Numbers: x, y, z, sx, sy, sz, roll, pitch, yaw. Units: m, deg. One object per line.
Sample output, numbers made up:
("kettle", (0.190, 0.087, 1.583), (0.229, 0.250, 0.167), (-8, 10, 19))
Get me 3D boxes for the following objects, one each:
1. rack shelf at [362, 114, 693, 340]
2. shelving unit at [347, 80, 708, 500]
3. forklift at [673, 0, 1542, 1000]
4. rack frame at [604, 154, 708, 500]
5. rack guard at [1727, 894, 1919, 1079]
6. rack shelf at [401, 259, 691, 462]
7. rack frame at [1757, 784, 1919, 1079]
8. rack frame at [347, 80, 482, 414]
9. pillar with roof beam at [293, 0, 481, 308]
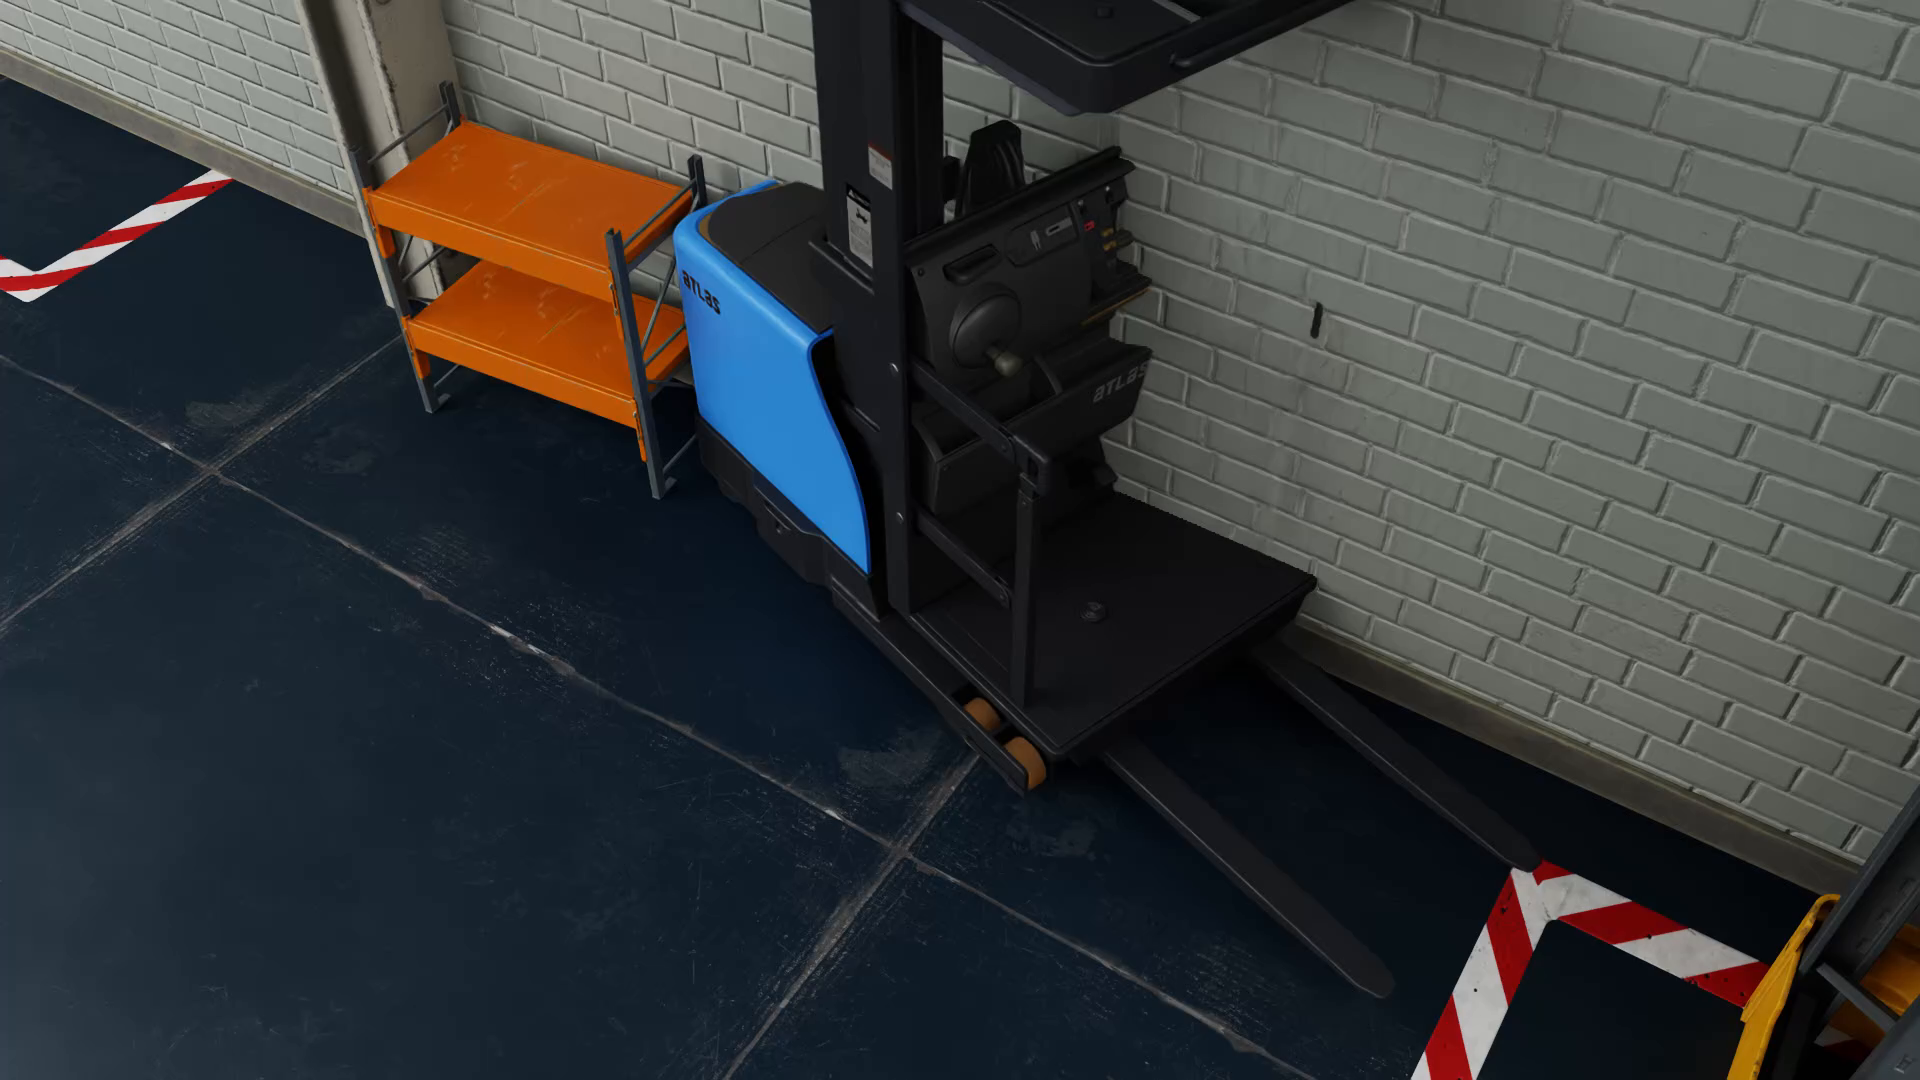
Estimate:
("rack shelf", (-1.416, -1.067, 5.595), (1.000, 0.278, 0.538), (20, 49, 18))
("shelving unit", (-1.416, -0.863, 5.804), (1.048, 1.125, 0.538), (20, 49, 18))
("forklift", (0.394, -0.674, 4.362), (1.130, 2.935, 3.031), (-30, 53, -26))
("rack frame", (-0.963, -0.698, 5.644), (0.032, 1.125, 0.500), (20, 49, 18))
("rack guard", (2.005, 1.467, 3.976), (0.348, 0.500, 1.175), (25, 51, 22))
("rack shelf", (-1.416, -0.693, 5.980), (1.000, 0.278, 0.538), (20, 49, 18))
("rack frame", (1.941, 0.566, 3.108), (0.127, 3.000, 1.000), (25, 51, 22))
("rack frame", (-1.870, -1.028, 5.965), (0.032, 1.125, 0.500), (20, 49, 18))
("pillar with roof beam", (-4.378, -1.500, 0.933), (0.400, 9.000, 9.100), (25, 51, 22))
